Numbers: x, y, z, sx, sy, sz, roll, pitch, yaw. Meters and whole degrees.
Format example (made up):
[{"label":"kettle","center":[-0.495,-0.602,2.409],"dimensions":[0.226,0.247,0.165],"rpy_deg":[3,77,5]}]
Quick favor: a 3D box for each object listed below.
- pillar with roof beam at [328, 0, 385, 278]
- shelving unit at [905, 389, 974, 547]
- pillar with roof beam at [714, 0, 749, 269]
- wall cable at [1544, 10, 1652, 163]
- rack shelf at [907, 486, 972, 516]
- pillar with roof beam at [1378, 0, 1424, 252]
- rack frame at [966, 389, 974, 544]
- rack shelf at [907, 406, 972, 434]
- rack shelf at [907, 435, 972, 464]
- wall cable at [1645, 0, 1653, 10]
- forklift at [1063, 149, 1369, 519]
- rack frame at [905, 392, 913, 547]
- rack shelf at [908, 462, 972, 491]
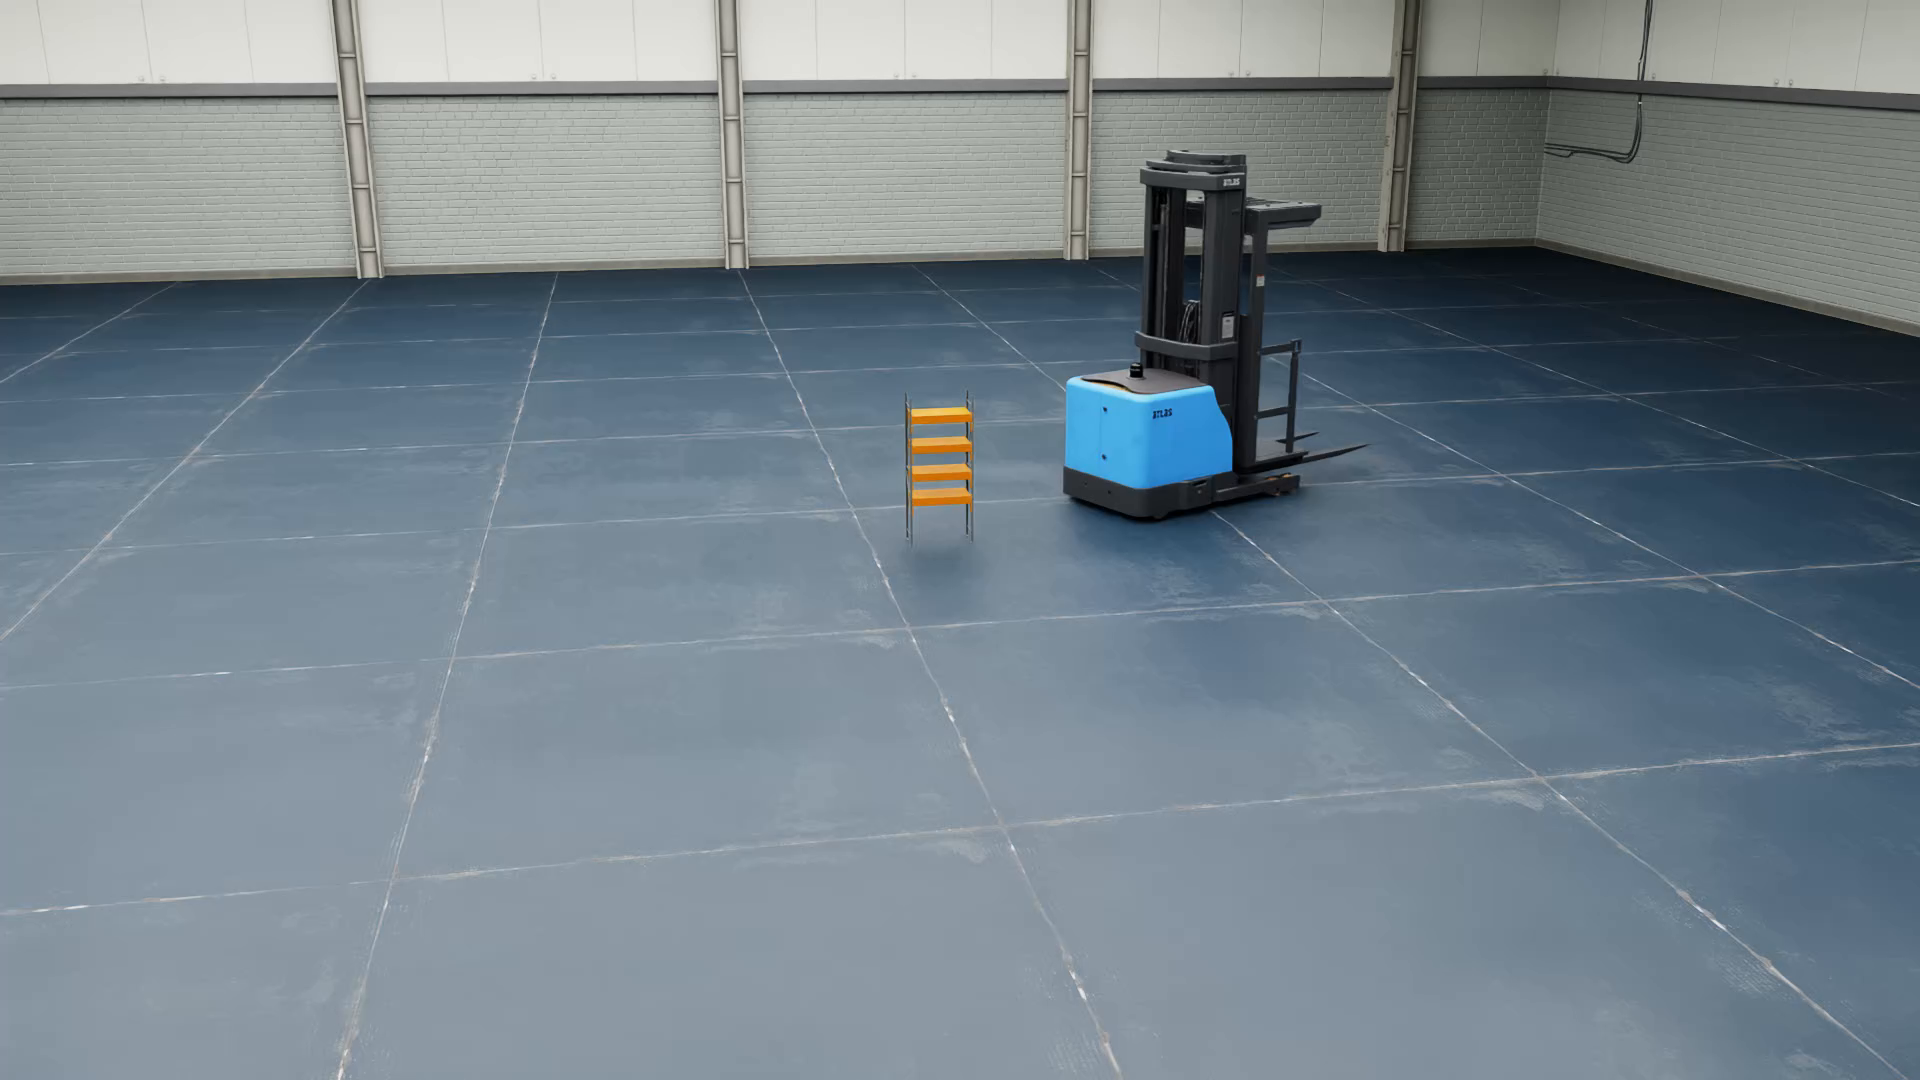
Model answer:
[{"label":"pillar with roof beam","center":[-8.903,-7.406,22.097],"dimensions":[0.400,9.000,9.100],"rpy_deg":[-3,17,-10]},{"label":"shelving unit","center":[-0.163,-0.564,13.106],"dimensions":[0.503,1.200,0.258],"rpy_deg":[-3,17,-10]},{"label":"pillar with roof beam","center":[-3.011,-7.740,23.185],"dimensions":[0.400,9.000,9.100],"rpy_deg":[-3,17,-10]},{"label":"wall cable","center":[11.097,-7.948,29.151],"dimensions":[0.112,2.526,3.097],"rpy_deg":[-3,17,-10]},{"label":"rack shelf","center":[-0.163,-0.310,13.184],"dimensions":[0.480,0.148,0.258],"rpy_deg":[-3,17,-10]},{"label":"pillar with roof beam","center":[8.771,-8.408,25.361],"dimensions":[0.400,9.000,9.100],"rpy_deg":[-3,17,-10]},{"label":"rack frame","center":[0.077,-0.578,13.150],"dimensions":[0.015,1.200,0.240],"rpy_deg":[-3,17,-10]},{"label":"rack shelf","center":[-0.163,-0.940,12.990],"dimensions":[0.480,0.148,0.258],"rpy_deg":[-3,17,-10]},{"label":"rack shelf","center":[-0.163,-0.714,13.060],"dimensions":[0.480,0.148,0.258],"rpy_deg":[-3,17,-10]},{"label":"wall cable","center":[11.610,-9.582,25.870],"dimensions":[0.112,2.526,3.097],"rpy_deg":[-3,17,-10]},{"label":"forklift","center":[2.381,-1.894,14.487],"dimensions":[3.031,2.935,1.130],"rpy_deg":[-12,21,-34]},{"label":"rack frame","center":[-0.402,-0.551,13.061],"dimensions":[0.015,1.200,0.240],"rpy_deg":[-3,17,-10]},{"label":"rack shelf","center":[-0.163,-0.500,13.125],"dimensions":[0.480,0.148,0.258],"rpy_deg":[-3,17,-10]}]
